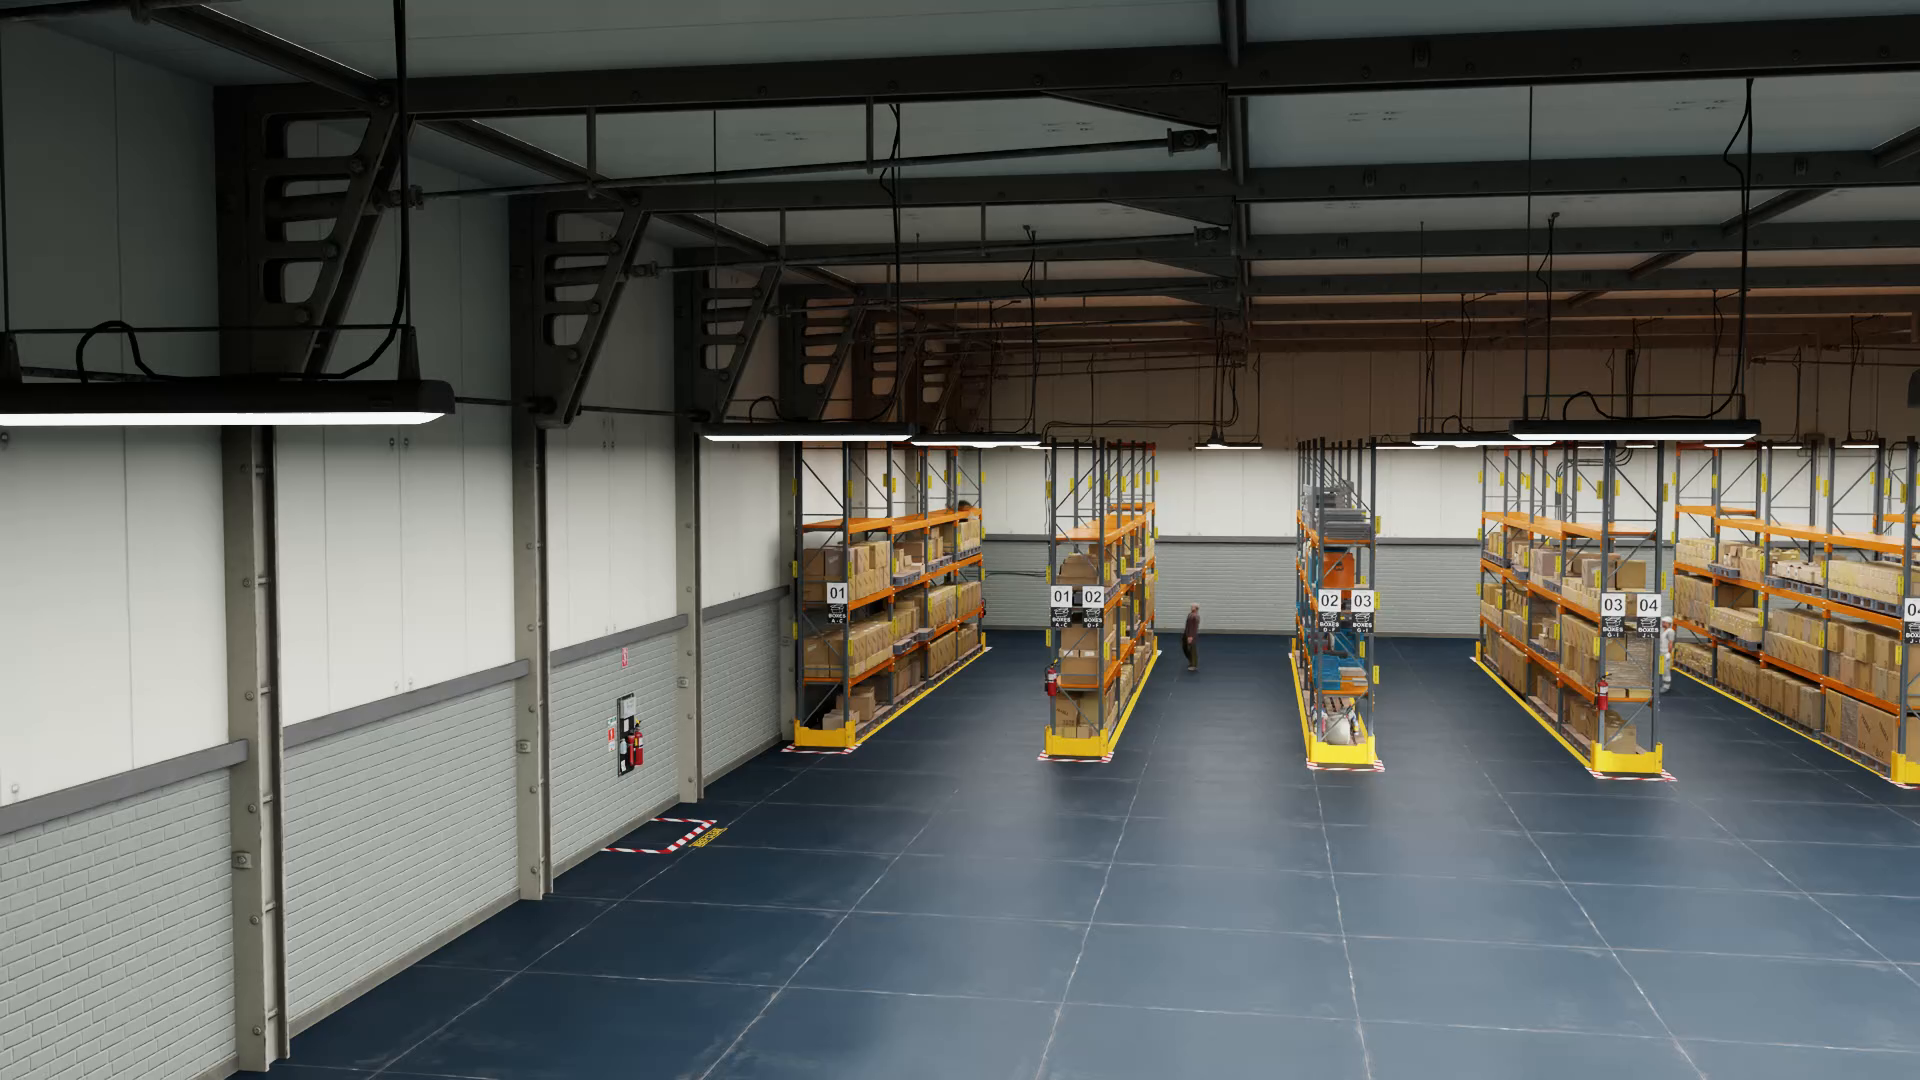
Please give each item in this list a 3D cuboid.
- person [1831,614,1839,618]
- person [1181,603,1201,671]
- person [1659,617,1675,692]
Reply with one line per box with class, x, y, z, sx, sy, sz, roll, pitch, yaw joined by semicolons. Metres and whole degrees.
person;21.748;2.676;41.548;0.365;1.697;0.473;0;3;-4
person;6.083;2.542;43.694;0.486;1.771;0.676;-1;3;-20
person;16.858;2.730;39.813;0.497;1.801;0.567;-1;3;-23
